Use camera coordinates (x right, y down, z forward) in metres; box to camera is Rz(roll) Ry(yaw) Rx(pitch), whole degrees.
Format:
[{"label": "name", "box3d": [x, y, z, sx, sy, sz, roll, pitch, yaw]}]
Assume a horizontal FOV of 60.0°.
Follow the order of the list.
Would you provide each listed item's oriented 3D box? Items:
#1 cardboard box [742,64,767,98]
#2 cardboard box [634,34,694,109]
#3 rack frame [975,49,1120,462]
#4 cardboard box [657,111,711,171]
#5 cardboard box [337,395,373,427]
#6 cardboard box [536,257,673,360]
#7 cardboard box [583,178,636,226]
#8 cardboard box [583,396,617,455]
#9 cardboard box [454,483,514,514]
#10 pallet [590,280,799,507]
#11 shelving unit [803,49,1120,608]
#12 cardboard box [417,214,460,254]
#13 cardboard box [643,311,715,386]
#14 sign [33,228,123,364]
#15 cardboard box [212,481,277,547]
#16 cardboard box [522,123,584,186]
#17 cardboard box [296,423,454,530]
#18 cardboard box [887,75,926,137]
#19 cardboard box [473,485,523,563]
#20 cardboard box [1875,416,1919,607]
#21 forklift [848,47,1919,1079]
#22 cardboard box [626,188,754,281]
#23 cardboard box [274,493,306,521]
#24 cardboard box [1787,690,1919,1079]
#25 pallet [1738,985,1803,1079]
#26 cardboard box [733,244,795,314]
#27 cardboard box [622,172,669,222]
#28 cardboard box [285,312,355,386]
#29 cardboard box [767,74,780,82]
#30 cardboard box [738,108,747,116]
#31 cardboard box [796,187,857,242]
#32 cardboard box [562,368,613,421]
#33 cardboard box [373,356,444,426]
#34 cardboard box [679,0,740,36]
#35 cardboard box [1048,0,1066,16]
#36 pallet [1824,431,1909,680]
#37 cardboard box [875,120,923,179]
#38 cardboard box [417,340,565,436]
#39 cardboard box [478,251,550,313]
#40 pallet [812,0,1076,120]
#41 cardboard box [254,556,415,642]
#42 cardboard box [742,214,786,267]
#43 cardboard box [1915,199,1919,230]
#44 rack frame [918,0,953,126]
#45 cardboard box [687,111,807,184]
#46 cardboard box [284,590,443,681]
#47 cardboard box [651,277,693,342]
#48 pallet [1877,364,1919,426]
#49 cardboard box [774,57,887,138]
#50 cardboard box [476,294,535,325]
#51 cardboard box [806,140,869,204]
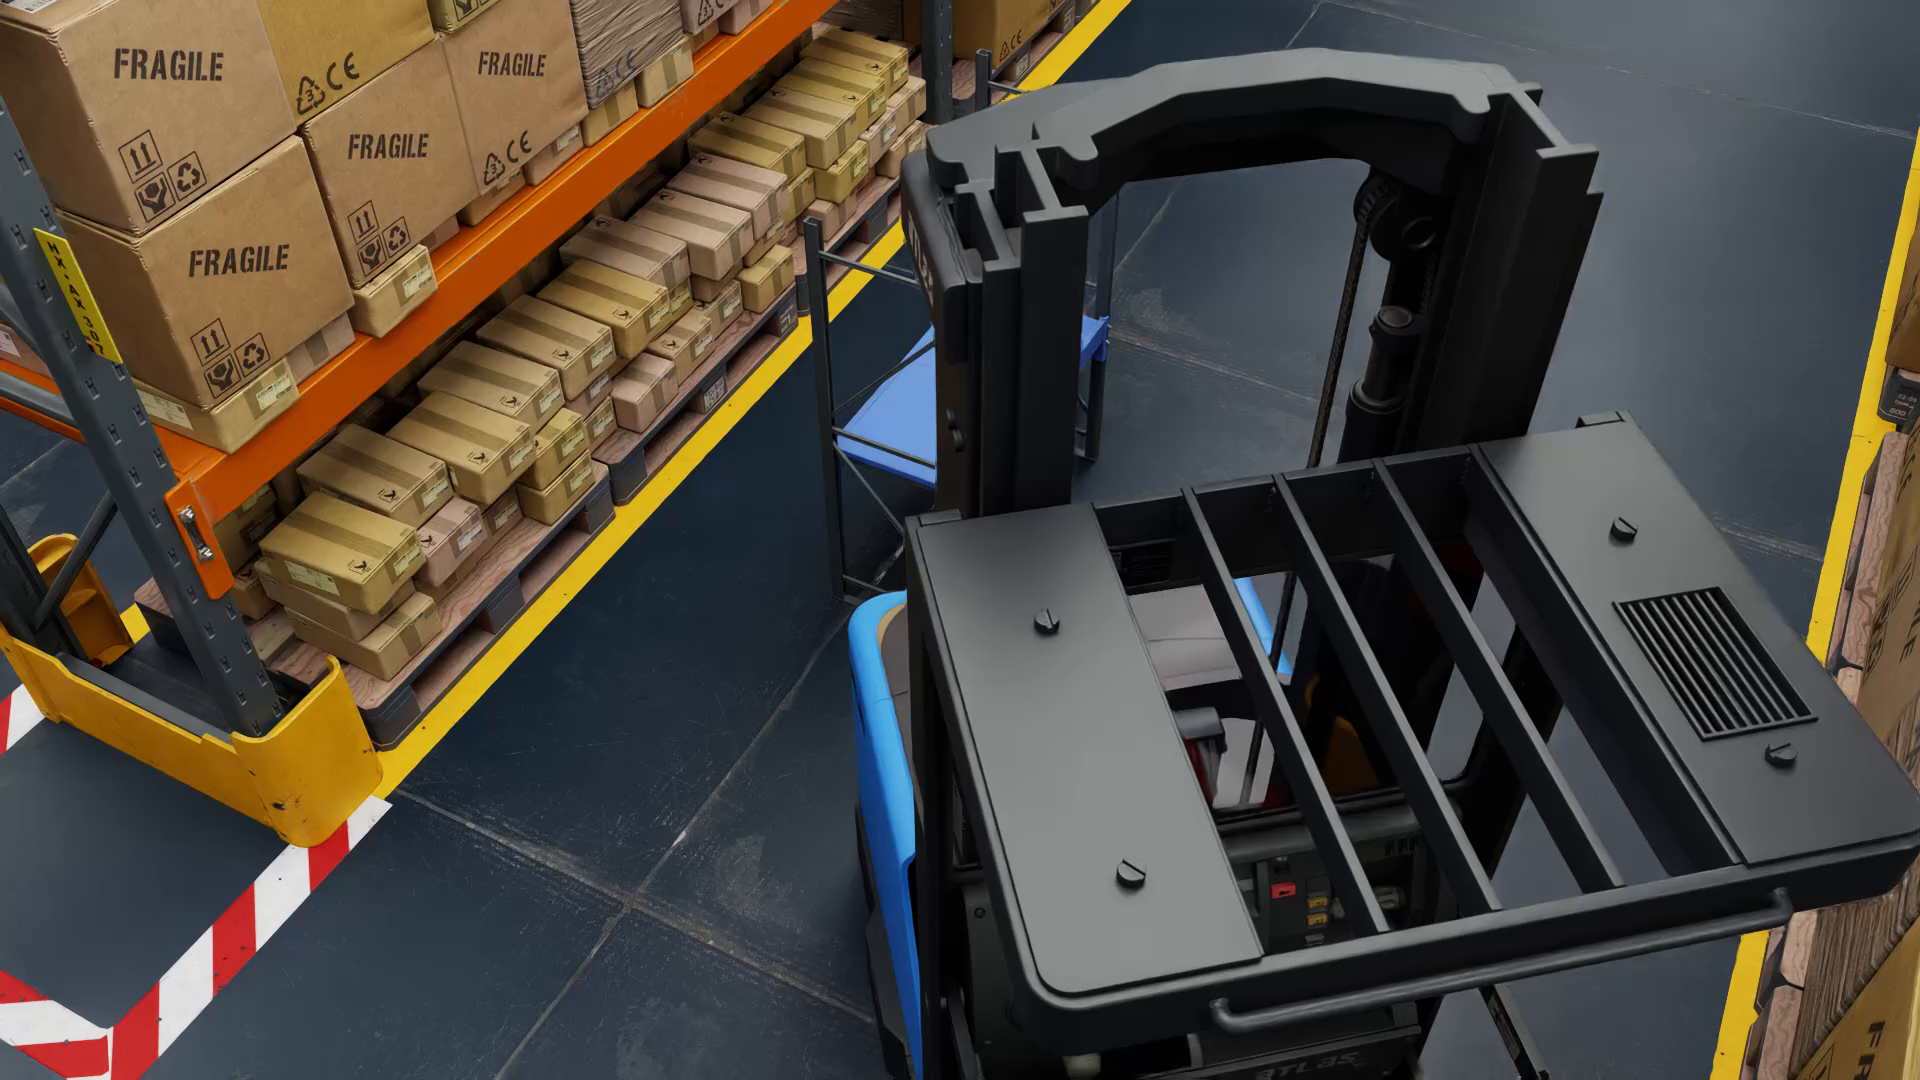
[{"label": "cardboard box", "box3d": [-1.026, -1.963, 6.872, 0.380, 0.149, 0.250, 23, 50, 21]}, {"label": "cardboard box", "box3d": [-1.089, -1.557, 5.356, 0.380, 0.149, 0.250, 21, 49, 20]}, {"label": "rack frame", "box3d": [0.276, -0.901, 5.586, 0.500, 1.500, 0.032, 20, 49, 19]}, {"label": "cardboard box", "box3d": [-1.200, -1.615, 6.528, 0.380, 0.149, 0.250, 19, 48, 18]}, {"label": "cardboard box", "box3d": [-2.162, -0.507, 5.433, 0.380, 0.149, 0.250, 19, 48, 18]}, {"label": "cardboard box", "box3d": [-1.221, -0.799, 5.722, 0.380, 0.149, 0.250, 21, 49, 20]}, {"label": "cardboard box", "box3d": [-1.444, -1.283, 6.200, 0.380, 0.149, 0.250, 19, 48, 17]}, {"label": "cardboard box", "box3d": [-1.424, -0.428, 5.774, 0.380, 0.149, 0.250, 21, 49, 19]}, {"label": "cardboard box", "box3d": [-1.676, -0.224, 5.362, 0.380, 0.149, 0.250, 21, 49, 20]}, {"label": "pallet", "box3d": [-1.348, -0.724, 6.317, 1.003, 0.211, 1.213, 20, 49, 19]}, {"label": "shelving unit", "box3d": [0.040, -0.581, 5.270, 0.538, 1.500, 1.048, 20, 49, 19]}, {"label": "cardboard box", "box3d": [-1.665, -0.933, 4.740, 0.380, 0.149, 0.250, 23, 50, 21]}, {"label": "cardboard box", "box3d": [-1.126, -0.740, 6.081, 0.380, 0.149, 0.250, 20, 49, 19]}, {"label": "sign", "box3d": [-1.878, -0.516, 3.542, 0.100, 0.325, 0.005, 20, 49, 19]}, {"label": "cardboard box", "box3d": [-2.338, -0.163, 5.093, 0.380, 0.149, 0.250, 21, 49, 19]}, {"label": "cardboard box", "box3d": [-1.378, -1.242, 5.045, 0.380, 0.149, 0.250, 20, 49, 18]}, {"label": "cardboard box", "box3d": [-1.793, -0.177, 5.107, 0.380, 0.149, 0.250, 21, 49, 20]}, {"label": "cardboard box", "box3d": [-0.367, -1.857, 6.977, 0.380, 0.149, 0.250, 21, 49, 20]}, {"label": "cardboard box", "box3d": [-1.674, -0.111, 5.460, 0.380, 0.149, 0.250, 21, 49, 19]}, {"label": "cardboard box", "box3d": [3.467, -0.221, 5.058, 0.875, 0.875, 0.875, 20, 49, 19]}, {"label": "forklift", "box3d": [0.516, 0.822, 2.876, 1.130, 2.935, 3.031, -9, 46, -8]}, {"label": "cardboard box", "box3d": [-0.977, -1.109, 6.028, 0.380, 0.149, 0.250, 19, 48, 18]}, {"label": "cardboard box", "box3d": [-2.198, -0.215, 5.353, 0.380, 0.149, 0.250, 19, 48, 18]}, {"label": "cardboard box", "box3d": [2.636, 0.907, 3.943, 0.875, 0.875, 0.875, 20, 49, 19]}, {"label": "pallet", "box3d": [2.289, 1.761, 3.861, 1.003, 0.211, 1.213, 20, 49, 19]}, {"label": "cardboard box", "box3d": [-0.863, -1.045, 6.383, 0.380, 0.149, 0.250, 20, 49, 19]}, {"label": "cardboard box", "box3d": [-1.349, -1.349, 6.474, 0.380, 0.149, 0.250, 23, 50, 21]}, {"label": "cardboard box", "box3d": [-1.837, -0.572, 4.383, 0.380, 0.149, 0.250, 22, 49, 20]}, {"label": "cardboard box", "box3d": [-0.954, -2.038, 7.155, 0.380, 0.149, 0.250, 23, 50, 21]}, {"label": "cardboard box", "box3d": [-1.073, -1.684, 6.805, 0.380, 0.149, 0.250, 20, 49, 19]}, {"label": "cardboard box", "box3d": [-0.643, -1.373, 6.707, 0.380, 0.149, 0.250, 19, 48, 18]}, {"label": "cardboard box", "box3d": [-1.422, -0.548, 5.682, 0.380, 0.149, 0.250, 18, 48, 17]}, {"label": "cardboard box", "box3d": [-1.911, -0.531, 5.666, 0.380, 0.149, 0.250, 20, 49, 19]}, {"label": "cardboard box", "box3d": [-0.951, -2.013, 5.351, 0.500, 0.500, 0.500, 20, 49, 19]}, {"label": "cardboard box", "box3d": [0.320, -2.891, 7.961, 0.500, 0.500, 0.500, 23, 50, 21]}, {"label": "pallet", "box3d": [3.422, 0.224, 5.380, 1.003, 0.211, 1.213, 20, 49, 19]}, {"label": "cardboard box", "box3d": [-0.382, -1.697, 7.027, 0.380, 0.149, 0.250, 21, 49, 20]}, {"label": "cardboard box", "box3d": [-1.521, -0.477, 5.403, 0.380, 0.149, 0.250, 18, 48, 17]}, {"label": "cardboard box", "box3d": [-1.690, -0.966, 5.887, 0.380, 0.149, 0.250, 19, 48, 18]}, {"label": "pallet", "box3d": [-0.142, -2.422, 7.995, 1.003, 0.211, 1.213, 20, 49, 19]}, {"label": "cardboard box", "box3d": [-1.888, 0.114, 5.029, 0.380, 0.149, 0.250, 22, 49, 21]}, {"label": "cardboard box", "box3d": [-0.894, -1.216, 6.342, 0.380, 0.149, 0.250, 22, 49, 20]}, {"label": "cardboard box", "box3d": [4.538, -1.583, 6.404, 1.225, 0.875, 0.875, 19, 48, 18]}, {"label": "rack frame", "box3d": [-0.502, -2.911, 6.518, 1.000, 3.000, 0.127, 20, 49, 19]}, {"label": "cardboard box", "box3d": [-0.819, -1.484, 6.399, 0.380, 0.149, 0.250, 22, 49, 20]}, {"label": "cardboard box", "box3d": [-1.832, 0.239, 5.114, 0.380, 0.149, 0.250, 21, 49, 20]}, {"label": "cardboard box", "box3d": [-1.198, -0.899, 6.030, 0.380, 0.149, 0.250, 23, 50, 21]}, {"label": "pallet", "box3d": [4.136, -0.740, 6.333, 1.003, 0.211, 1.213, 20, 49, 19]}, {"label": "cardboard box", "box3d": [-0.520, -1.781, 6.692, 0.380, 0.149, 0.250, 21, 49, 20]}, {"label": "cardboard box", "box3d": [-1.763, -0.881, 6.012, 0.380, 0.149, 0.250, 23, 50, 21]}, {"label": "cardboard box", "box3d": [-0.590, -1.508, 6.632, 0.380, 0.149, 0.250, 19, 48, 18]}]
